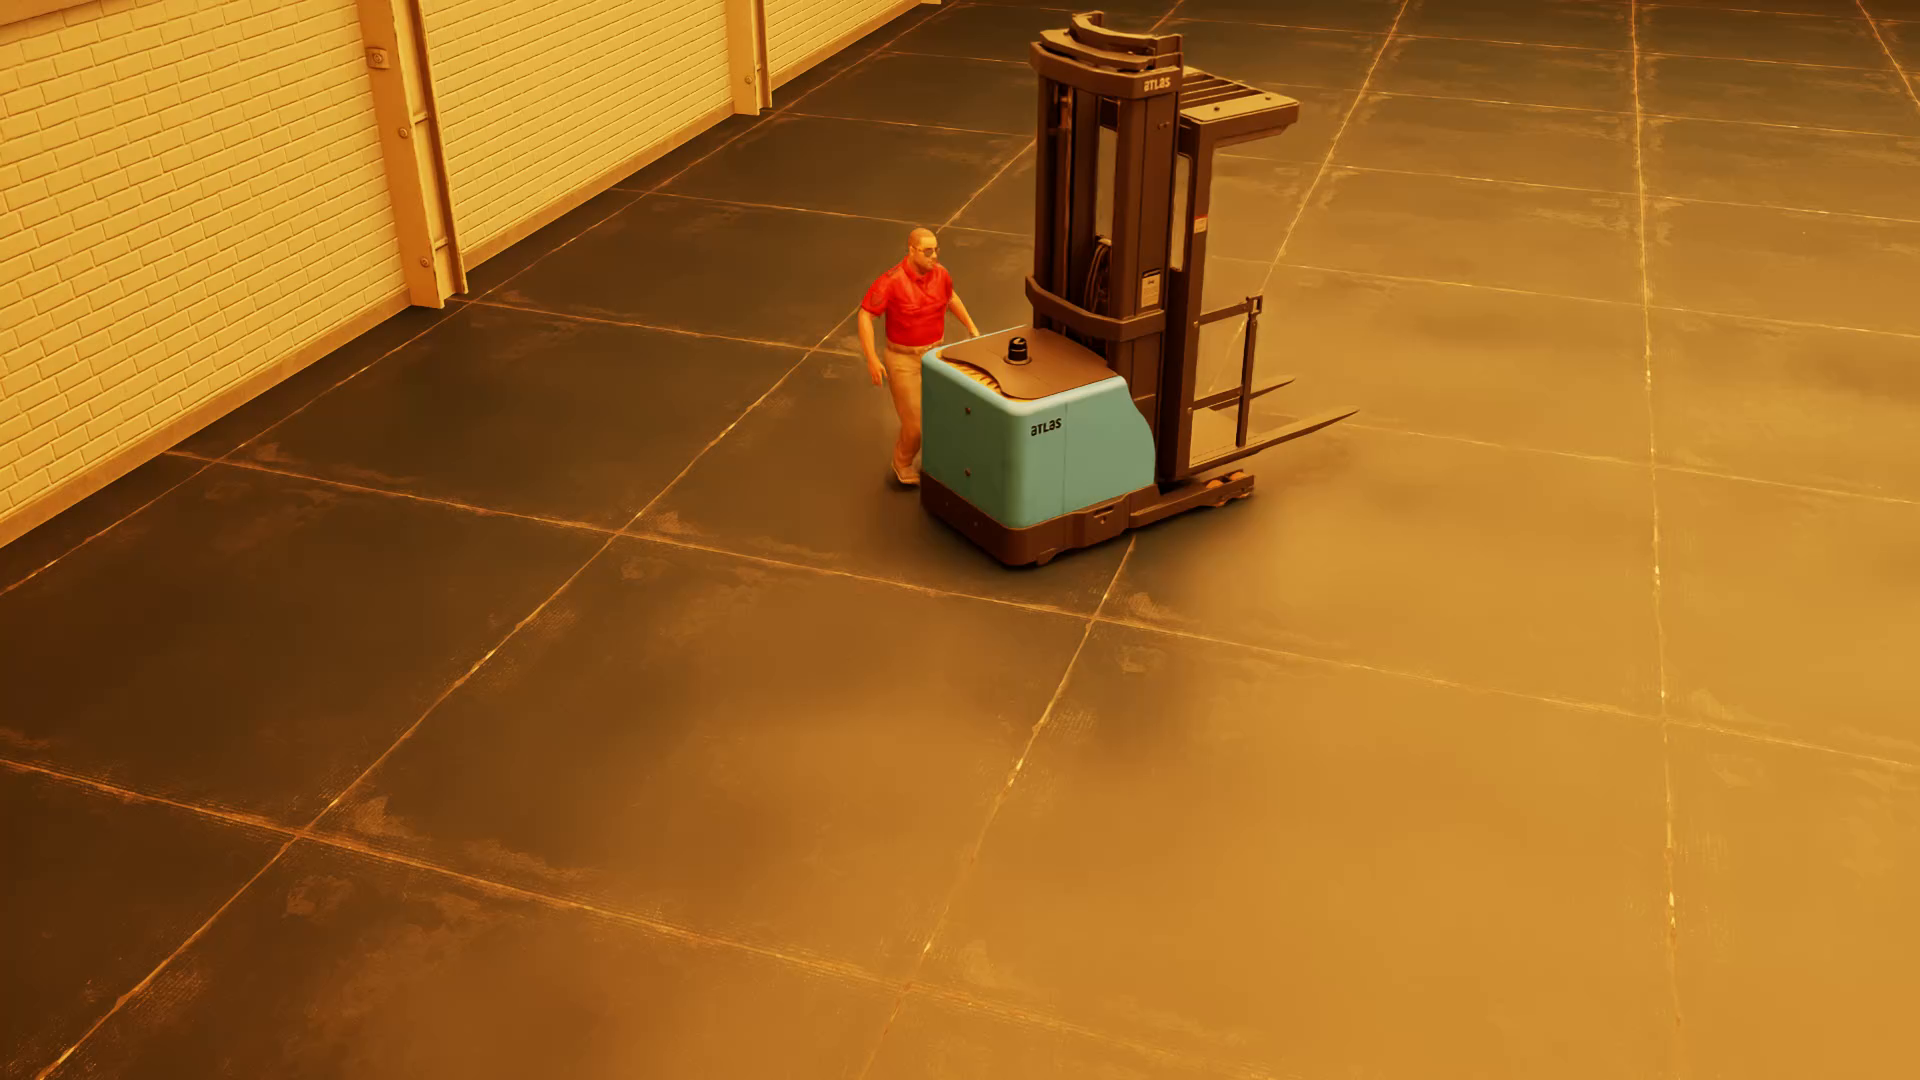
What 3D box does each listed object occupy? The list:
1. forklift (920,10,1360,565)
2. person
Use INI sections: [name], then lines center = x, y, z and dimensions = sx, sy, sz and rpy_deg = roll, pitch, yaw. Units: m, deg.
[forklift]
center = 1.258, -1.678, 10.080
dimensions = 3.031, 2.935, 1.130
rpy_deg = -19, 35, -29
[person]
center = -0.189, -1.103, 10.360
dimensions = 0.901, 1.680, 0.573
rpy_deg = -22, 37, -34
